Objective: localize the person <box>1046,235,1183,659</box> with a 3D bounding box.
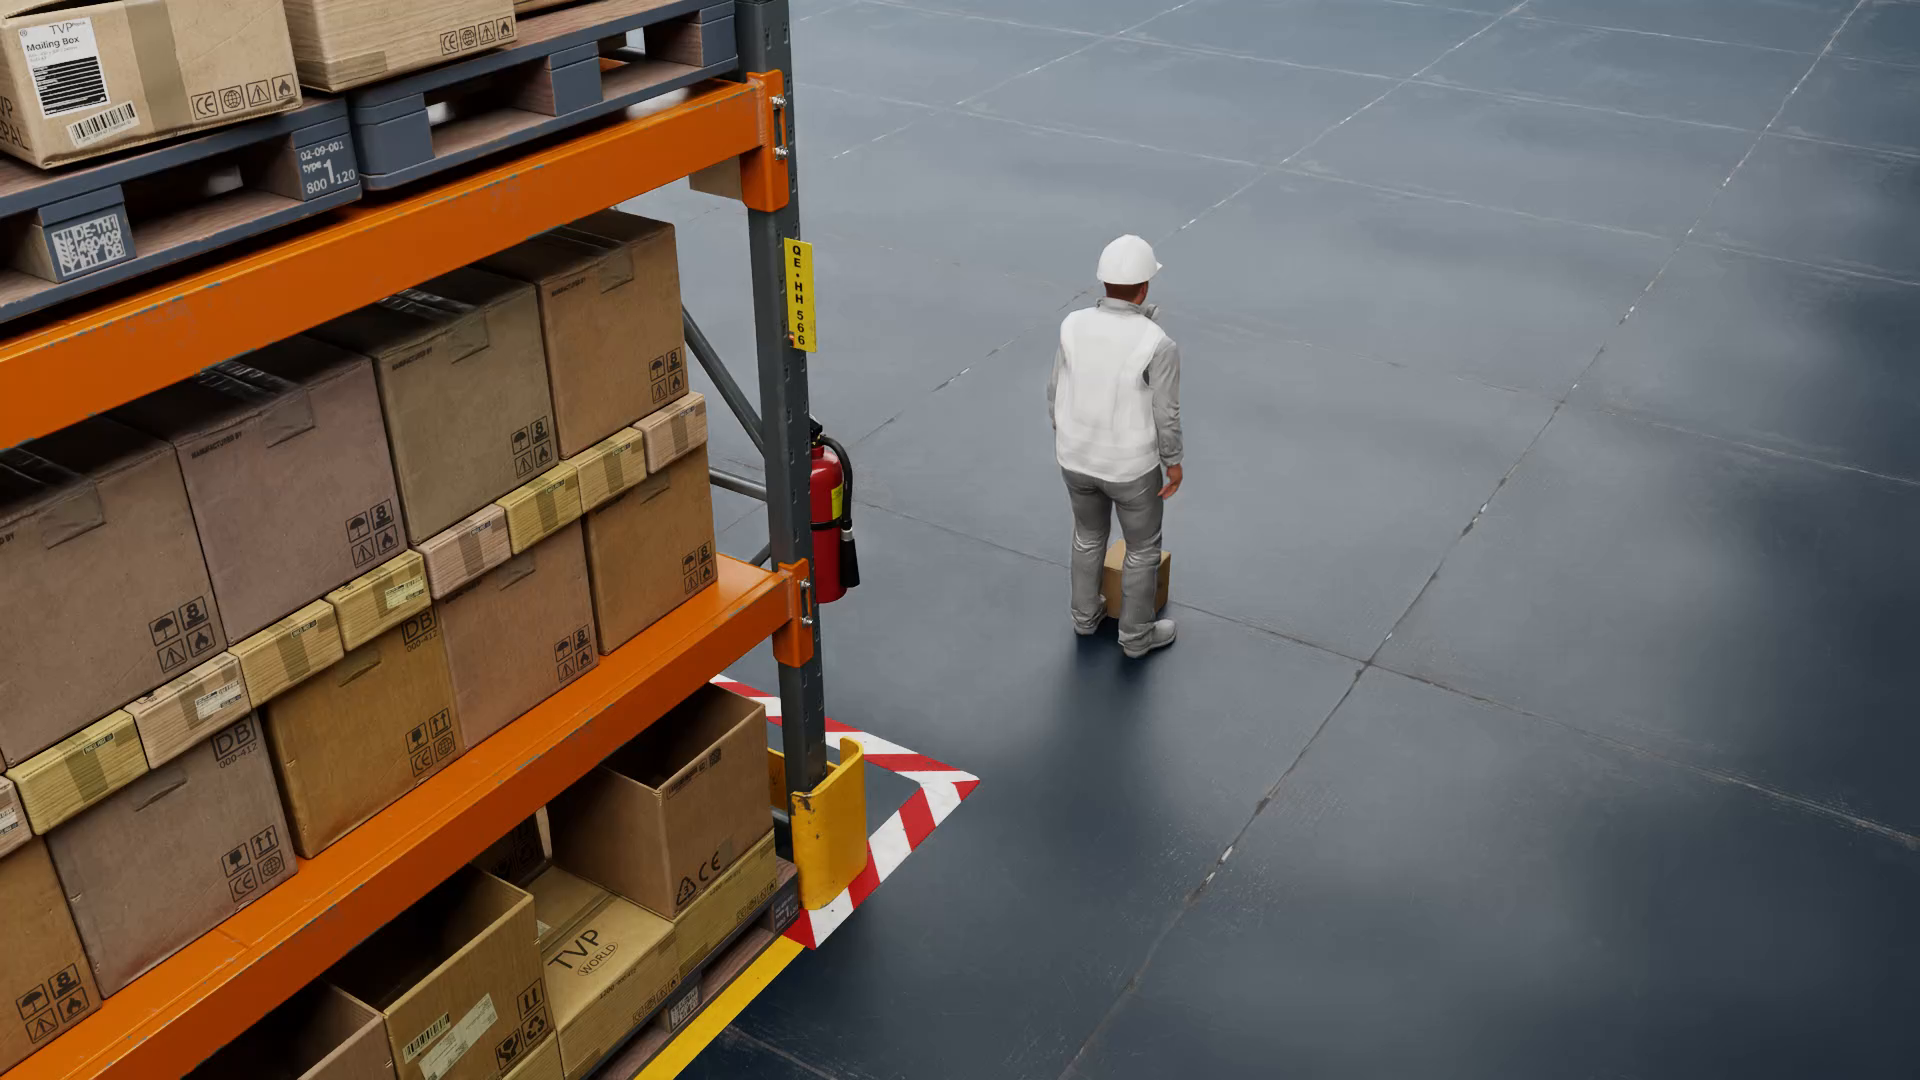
[{"bbox_3d":[0.626,-0.356,6.715,0.580,1.770,0.466,18,35,28],"label":"person"}]
